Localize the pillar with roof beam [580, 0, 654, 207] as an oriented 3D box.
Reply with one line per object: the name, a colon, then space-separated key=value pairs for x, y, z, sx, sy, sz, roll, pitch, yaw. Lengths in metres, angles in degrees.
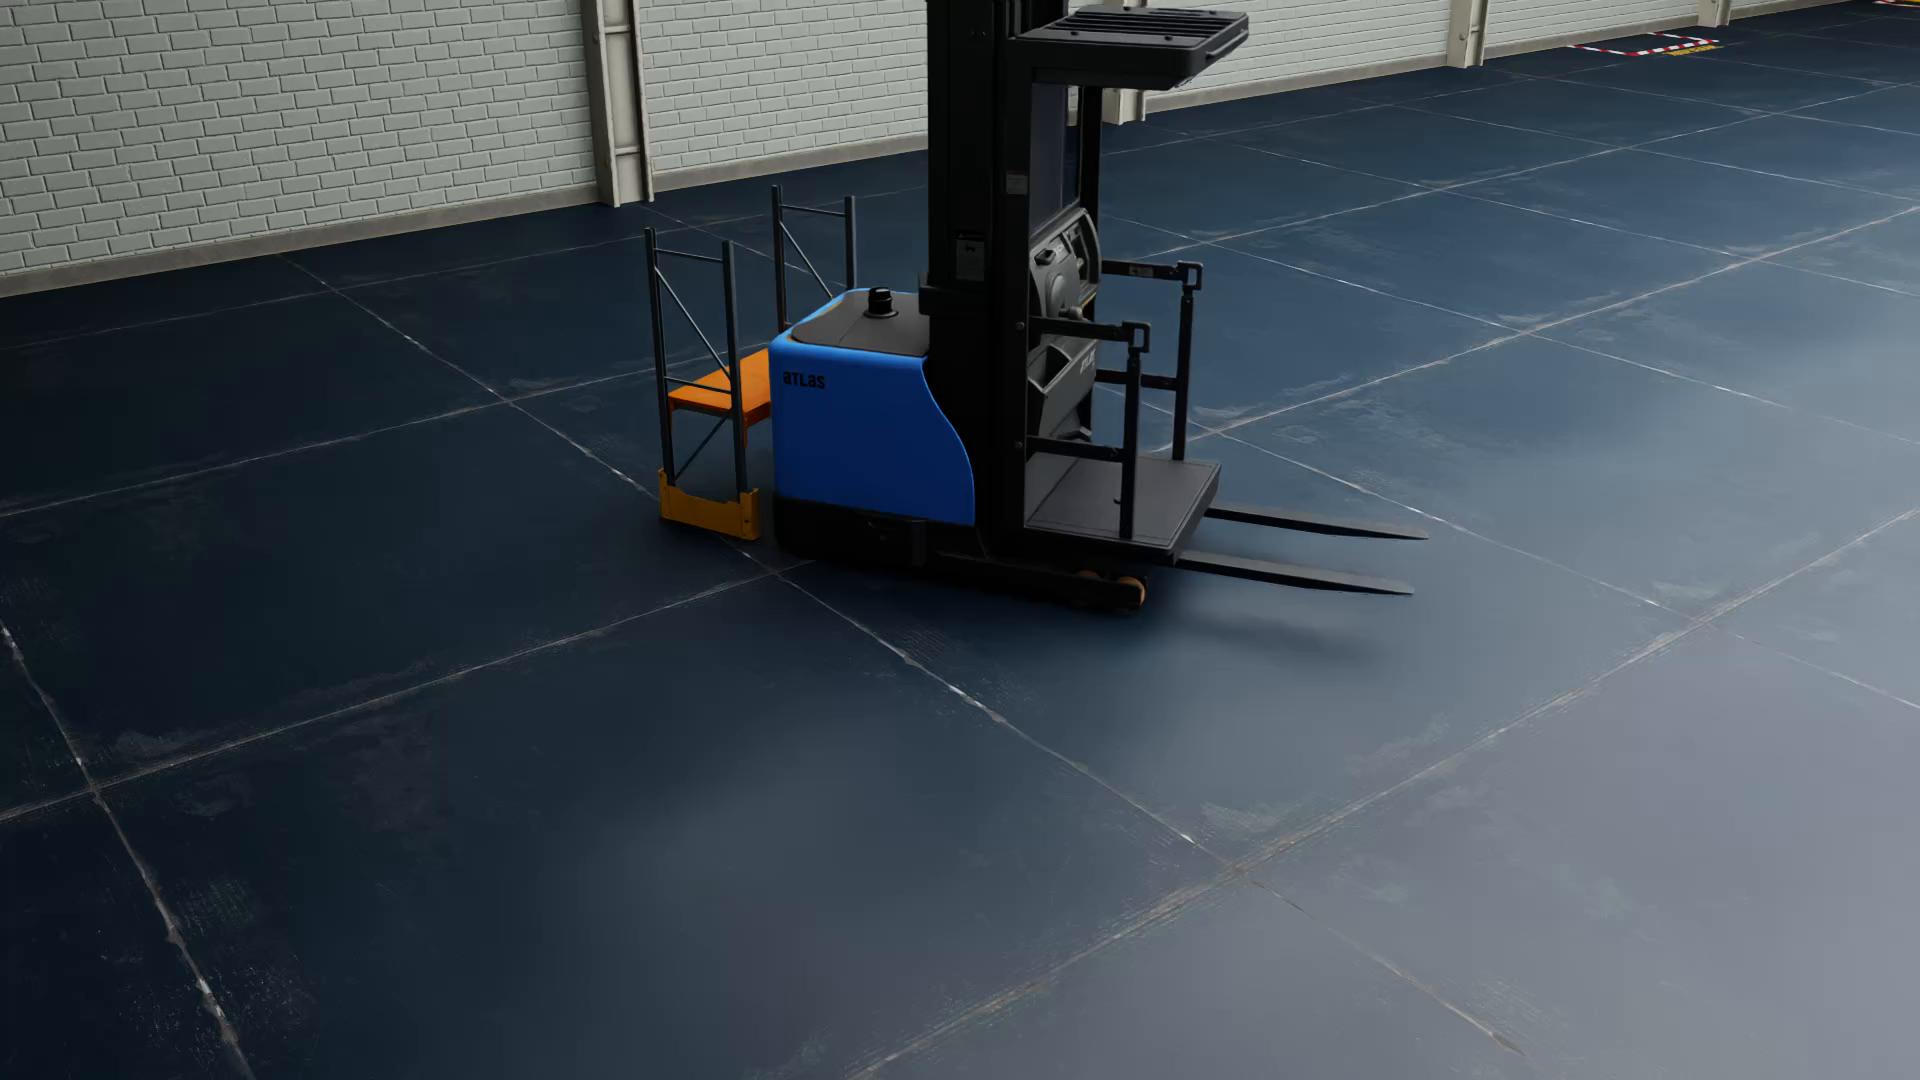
pillar with roof beam: x=-0.298 y=-5.659 z=9.754 sx=0.400 sy=9.000 sz=9.100 roll=-18 pitch=31 yaw=-34

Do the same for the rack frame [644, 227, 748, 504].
rack frame: x=-1.269 y=-0.746 z=8.075 sx=0.500 sy=1.500 sz=0.032 roll=14 pitch=28 yaw=27

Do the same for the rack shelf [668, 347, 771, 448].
rack shelf: x=-1.014 y=-0.768 z=8.549 sx=0.538 sy=0.185 sz=1.000 roll=14 pitch=28 yaw=27

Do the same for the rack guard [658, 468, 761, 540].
rack guard: x=-1.259 y=-0.186 z=8.353 sx=0.587 sy=0.250 sz=0.087 roll=14 pitch=28 yaw=27

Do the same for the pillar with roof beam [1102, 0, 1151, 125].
pillar with roof beam: x=4.424 y=-7.218 z=13.113 sx=0.400 sy=9.000 sz=9.100 roll=-18 pitch=31 yaw=-34

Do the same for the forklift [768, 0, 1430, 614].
forklift: x=0.664 y=-1.246 z=7.454 sx=3.031 sy=2.935 sz=1.130 roll=9 pitch=26 yaw=18

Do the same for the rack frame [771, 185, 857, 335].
rack frame: x=-0.759 y=-1.116 z=8.873 sx=0.500 sy=1.500 sz=0.032 roll=14 pitch=28 yaw=27

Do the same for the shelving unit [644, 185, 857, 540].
shelving unit: x=-1.009 y=-0.934 z=8.481 sx=0.587 sy=1.500 sz=1.083 roll=14 pitch=28 yaw=27

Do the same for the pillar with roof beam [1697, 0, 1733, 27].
pillar with roof beam: x=13.867 y=-10.335 z=19.829 sx=0.400 sy=9.000 sz=9.100 roll=-18 pitch=31 yaw=-34

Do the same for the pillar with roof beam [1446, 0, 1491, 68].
pillar with roof beam: x=9.145 y=-8.776 z=16.471 sx=0.400 sy=9.000 sz=9.100 roll=-18 pitch=31 yaw=-34
